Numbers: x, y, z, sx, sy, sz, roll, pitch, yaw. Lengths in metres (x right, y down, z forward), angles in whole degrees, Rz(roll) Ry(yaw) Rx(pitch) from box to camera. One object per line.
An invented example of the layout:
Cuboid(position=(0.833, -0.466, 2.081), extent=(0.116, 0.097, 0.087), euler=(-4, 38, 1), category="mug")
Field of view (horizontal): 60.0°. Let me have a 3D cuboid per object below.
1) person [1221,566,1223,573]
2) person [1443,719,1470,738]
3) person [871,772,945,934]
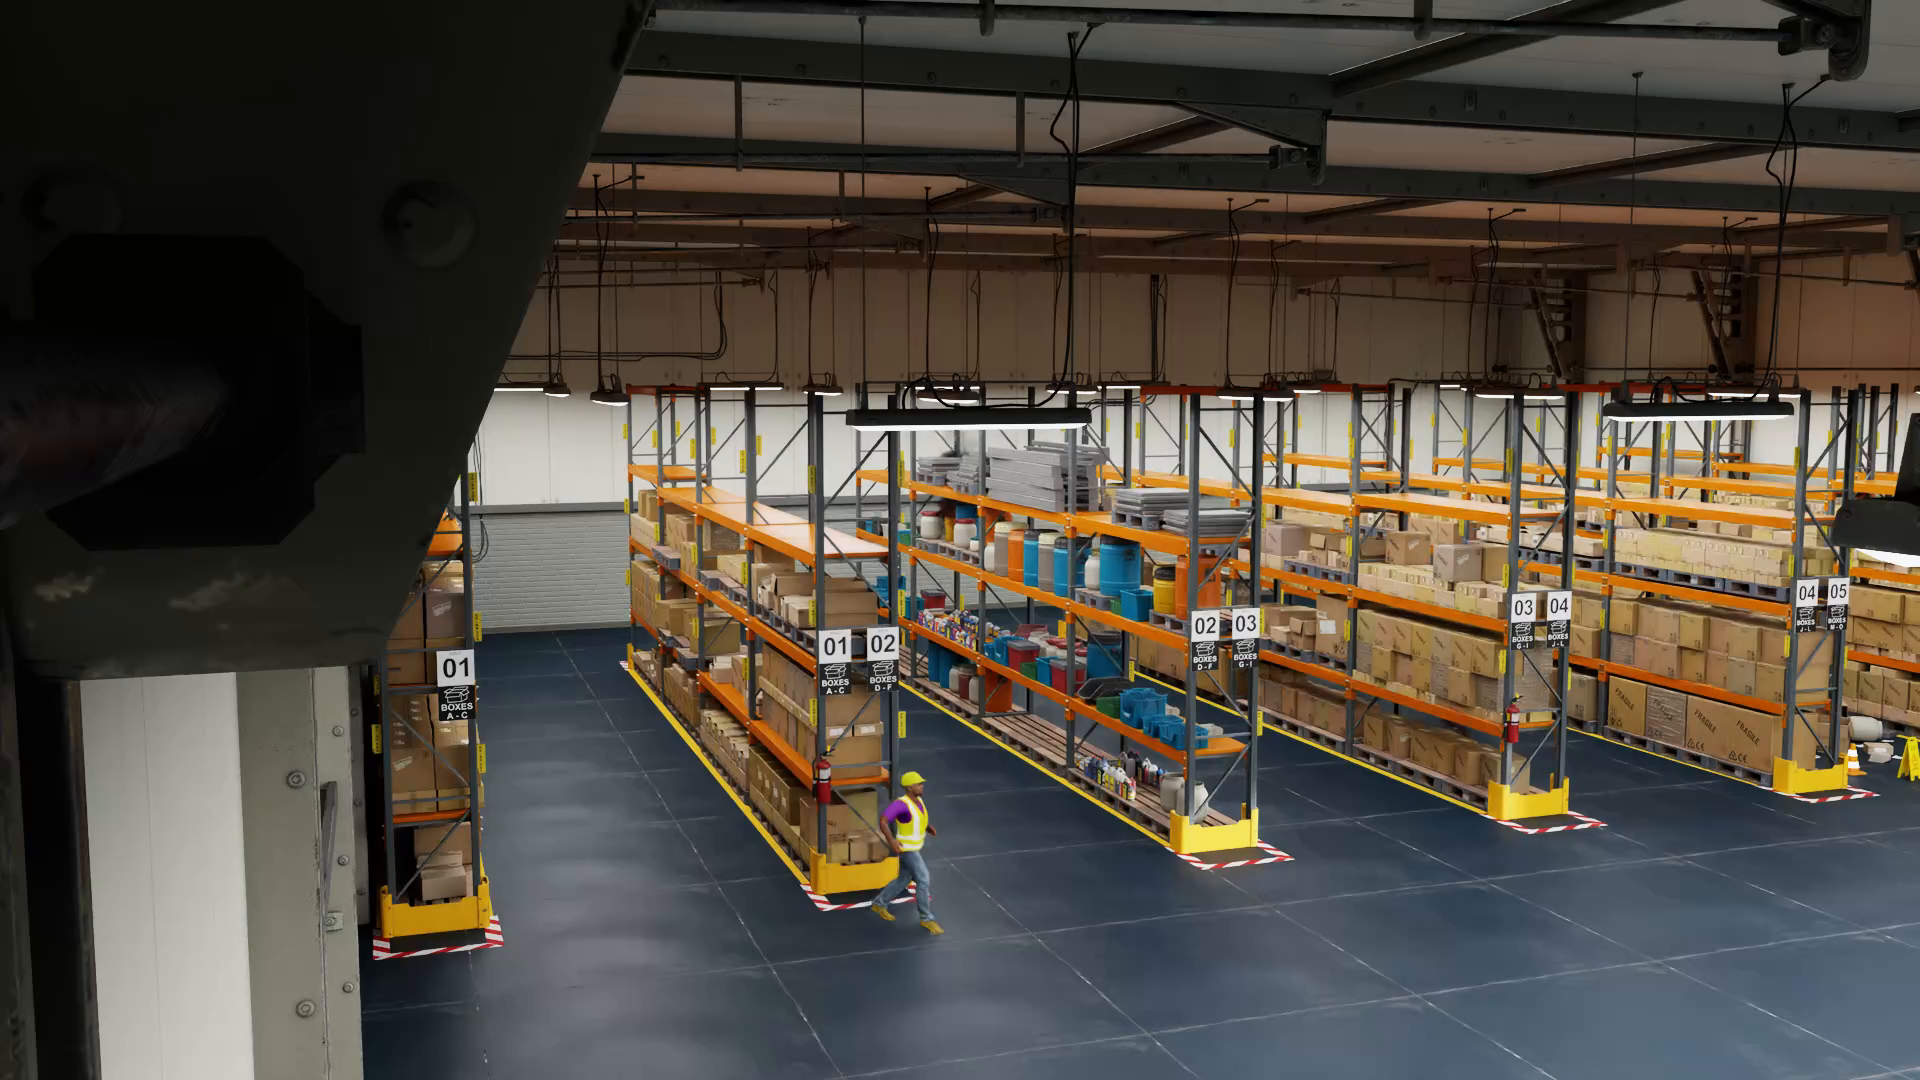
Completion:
Cuboid(position=(6.187, 1.302, 40.668), extent=(0.840, 1.673, 0.666), euler=(4, 7, 34), category="person")
Cuboid(position=(8.660, 2.548, 28.844), extent=(0.579, 1.699, 0.748), euler=(-4, 7, -33), category="person")
Cuboid(position=(-0.576, 3.513, 18.837), extent=(0.894, 1.803, 0.708), euler=(1, 6, 13), category="person")
